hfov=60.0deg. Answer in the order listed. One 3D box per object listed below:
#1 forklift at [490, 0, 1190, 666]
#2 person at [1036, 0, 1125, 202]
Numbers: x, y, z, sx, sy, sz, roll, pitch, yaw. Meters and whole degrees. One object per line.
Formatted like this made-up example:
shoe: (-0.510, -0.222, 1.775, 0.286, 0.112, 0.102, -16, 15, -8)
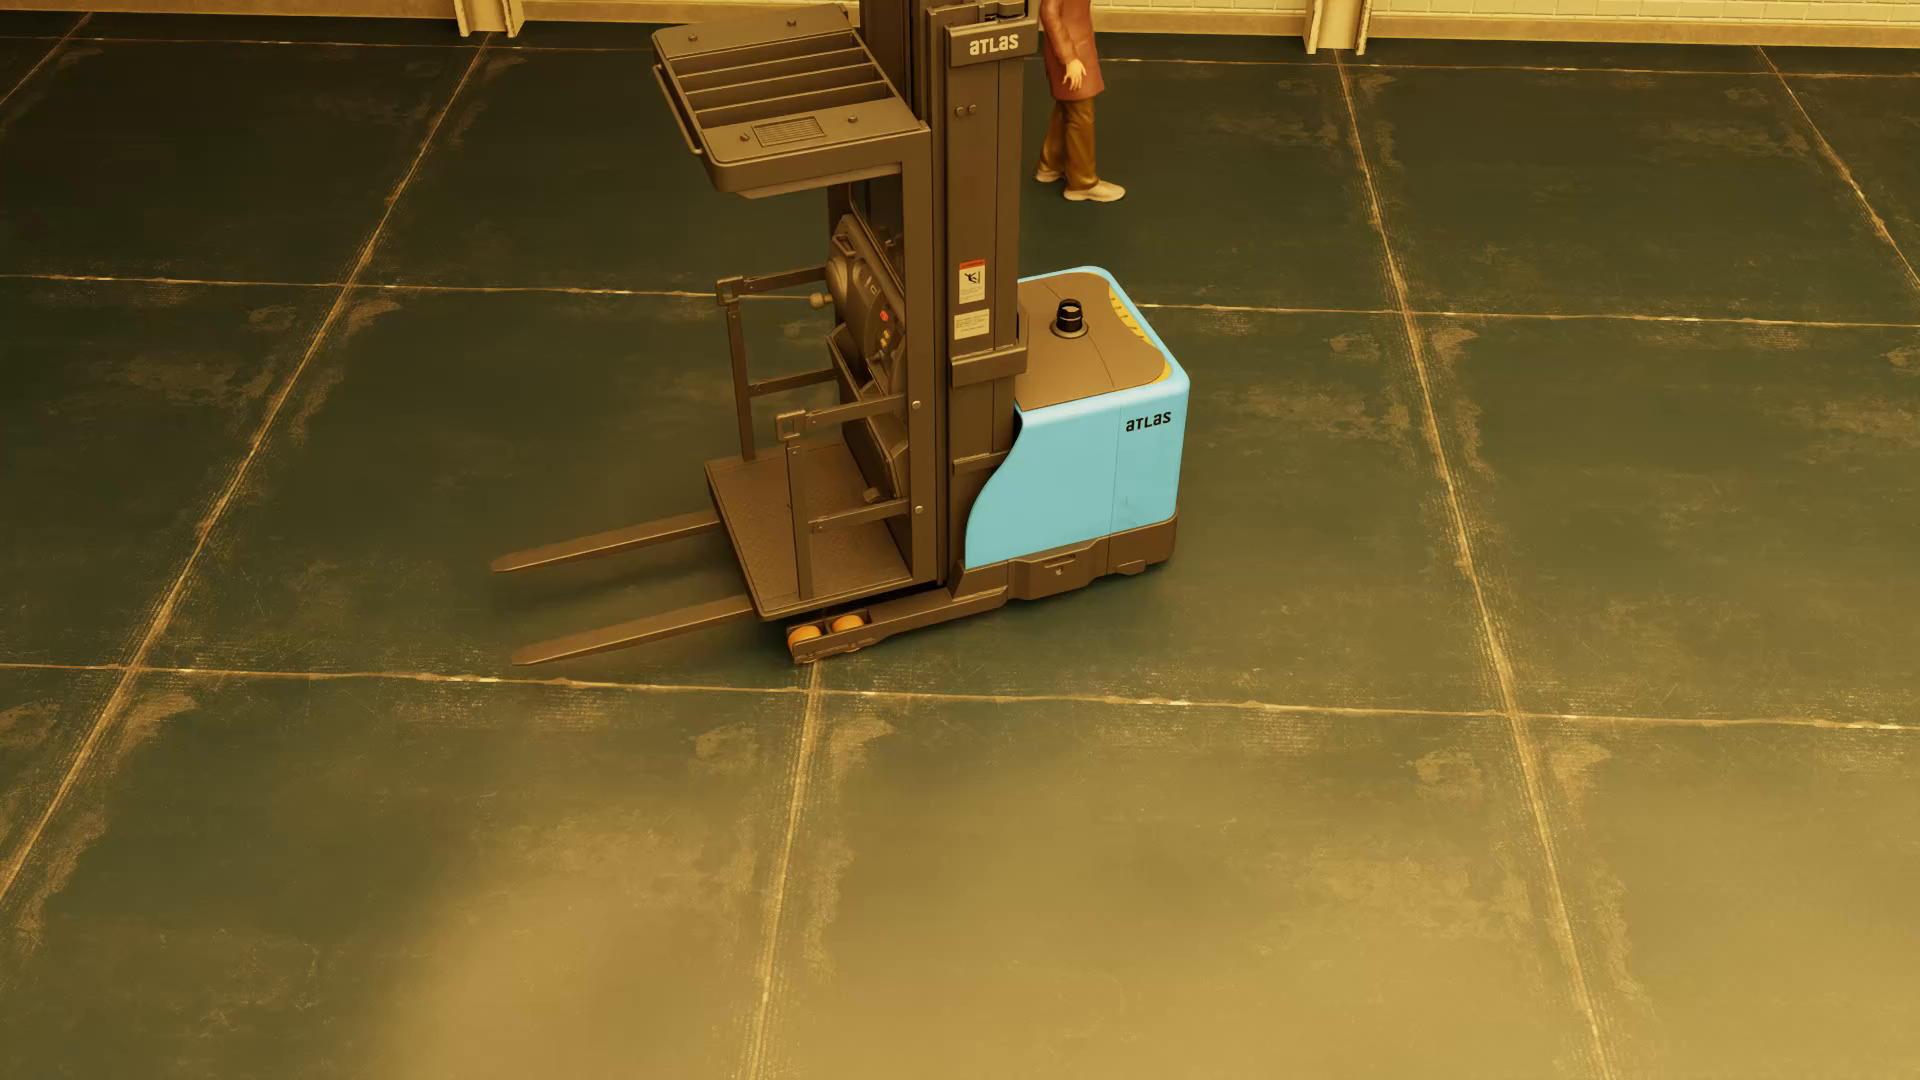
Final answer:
forklift: (-0.573, -0.945, 6.778, 3.031, 2.935, 1.130, -13, 44, -14)
person: (0.737, -2.884, 9.759, 0.563, 1.775, 0.755, 1, 42, 1)
